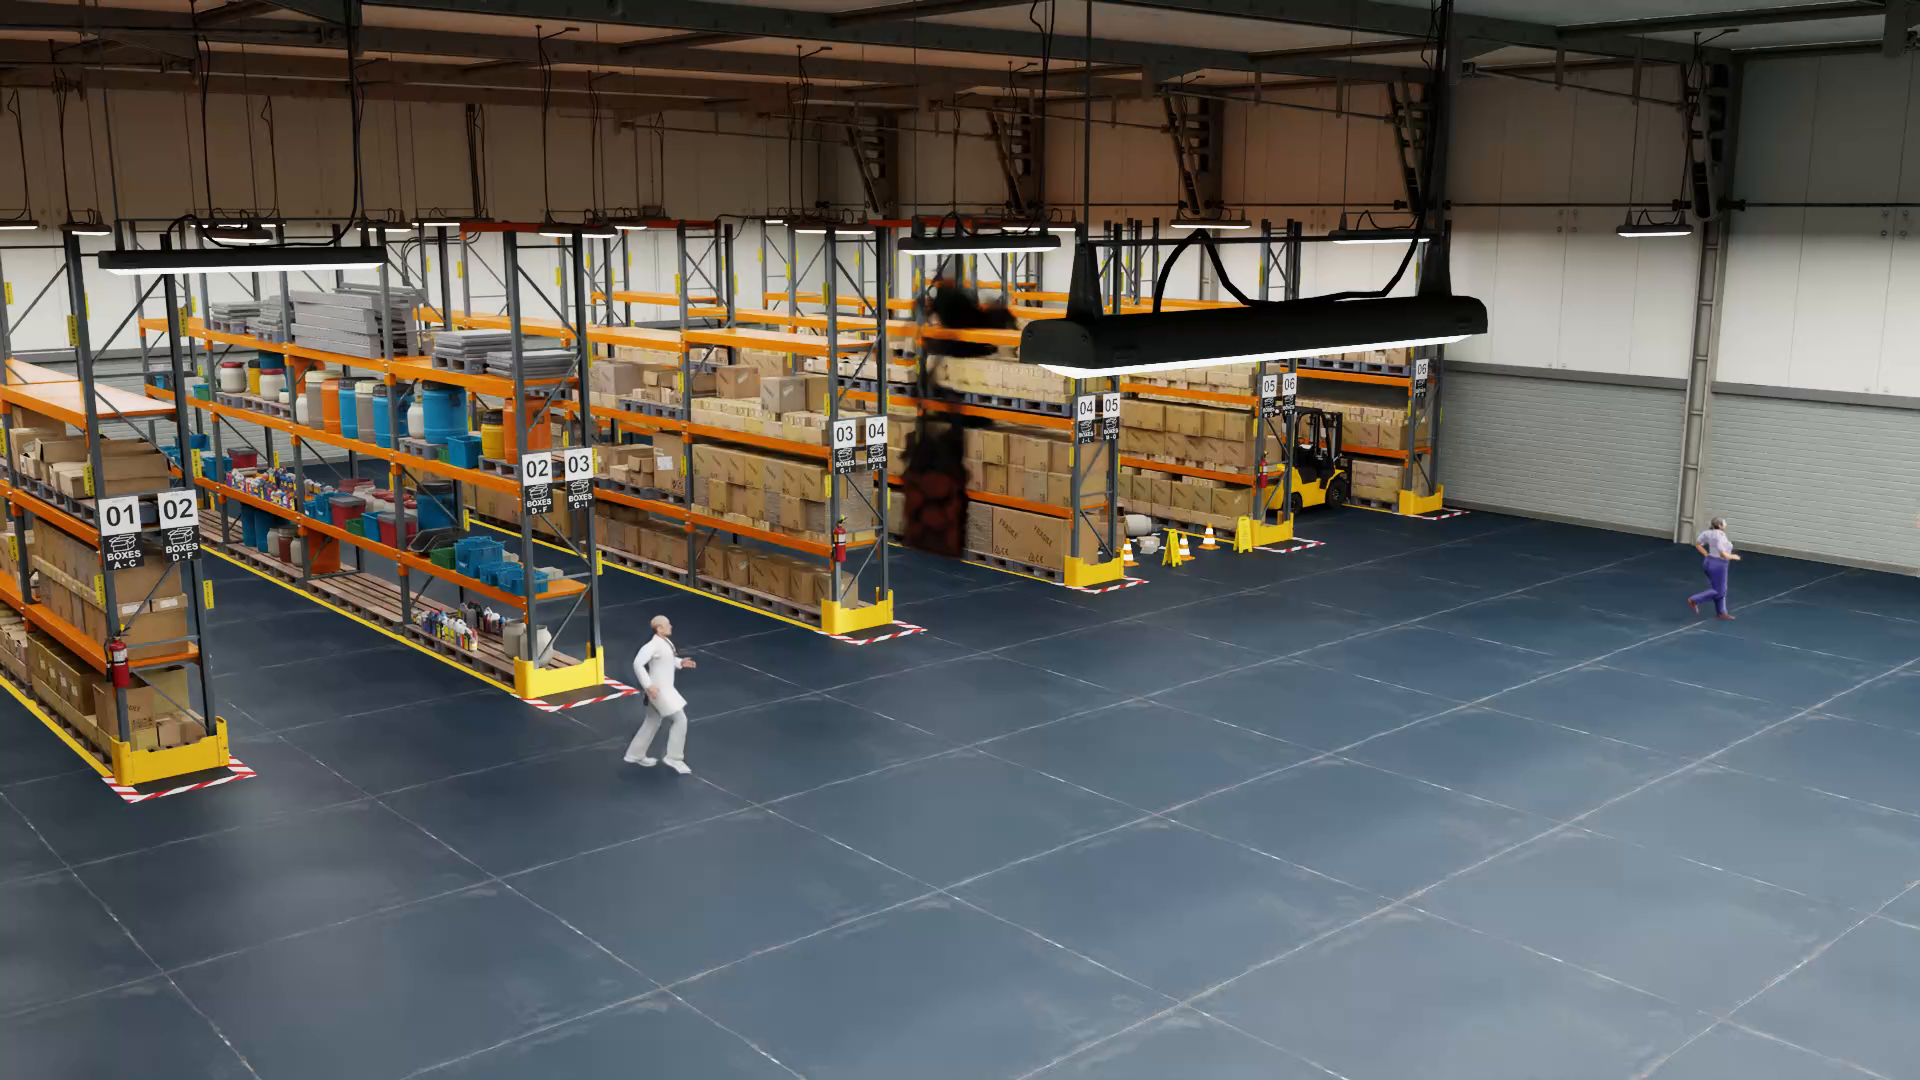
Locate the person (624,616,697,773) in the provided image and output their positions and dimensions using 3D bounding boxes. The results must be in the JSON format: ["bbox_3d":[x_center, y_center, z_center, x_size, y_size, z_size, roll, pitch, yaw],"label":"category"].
[{"bbox_3d":[-3.394,1.753,18.778,0.856,1.849,0.687,-3,12,-13],"label":"person"}]

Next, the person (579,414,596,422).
[{"bbox_3d":[-9.090,-2.709,40.887,0.682,1.718,0.616,9,14,37],"label":"person"}]

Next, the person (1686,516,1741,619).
[{"bbox_3d":[11.603,0.442,25.590,0.837,1.639,0.607,-1,11,-4],"label":"person"}]
